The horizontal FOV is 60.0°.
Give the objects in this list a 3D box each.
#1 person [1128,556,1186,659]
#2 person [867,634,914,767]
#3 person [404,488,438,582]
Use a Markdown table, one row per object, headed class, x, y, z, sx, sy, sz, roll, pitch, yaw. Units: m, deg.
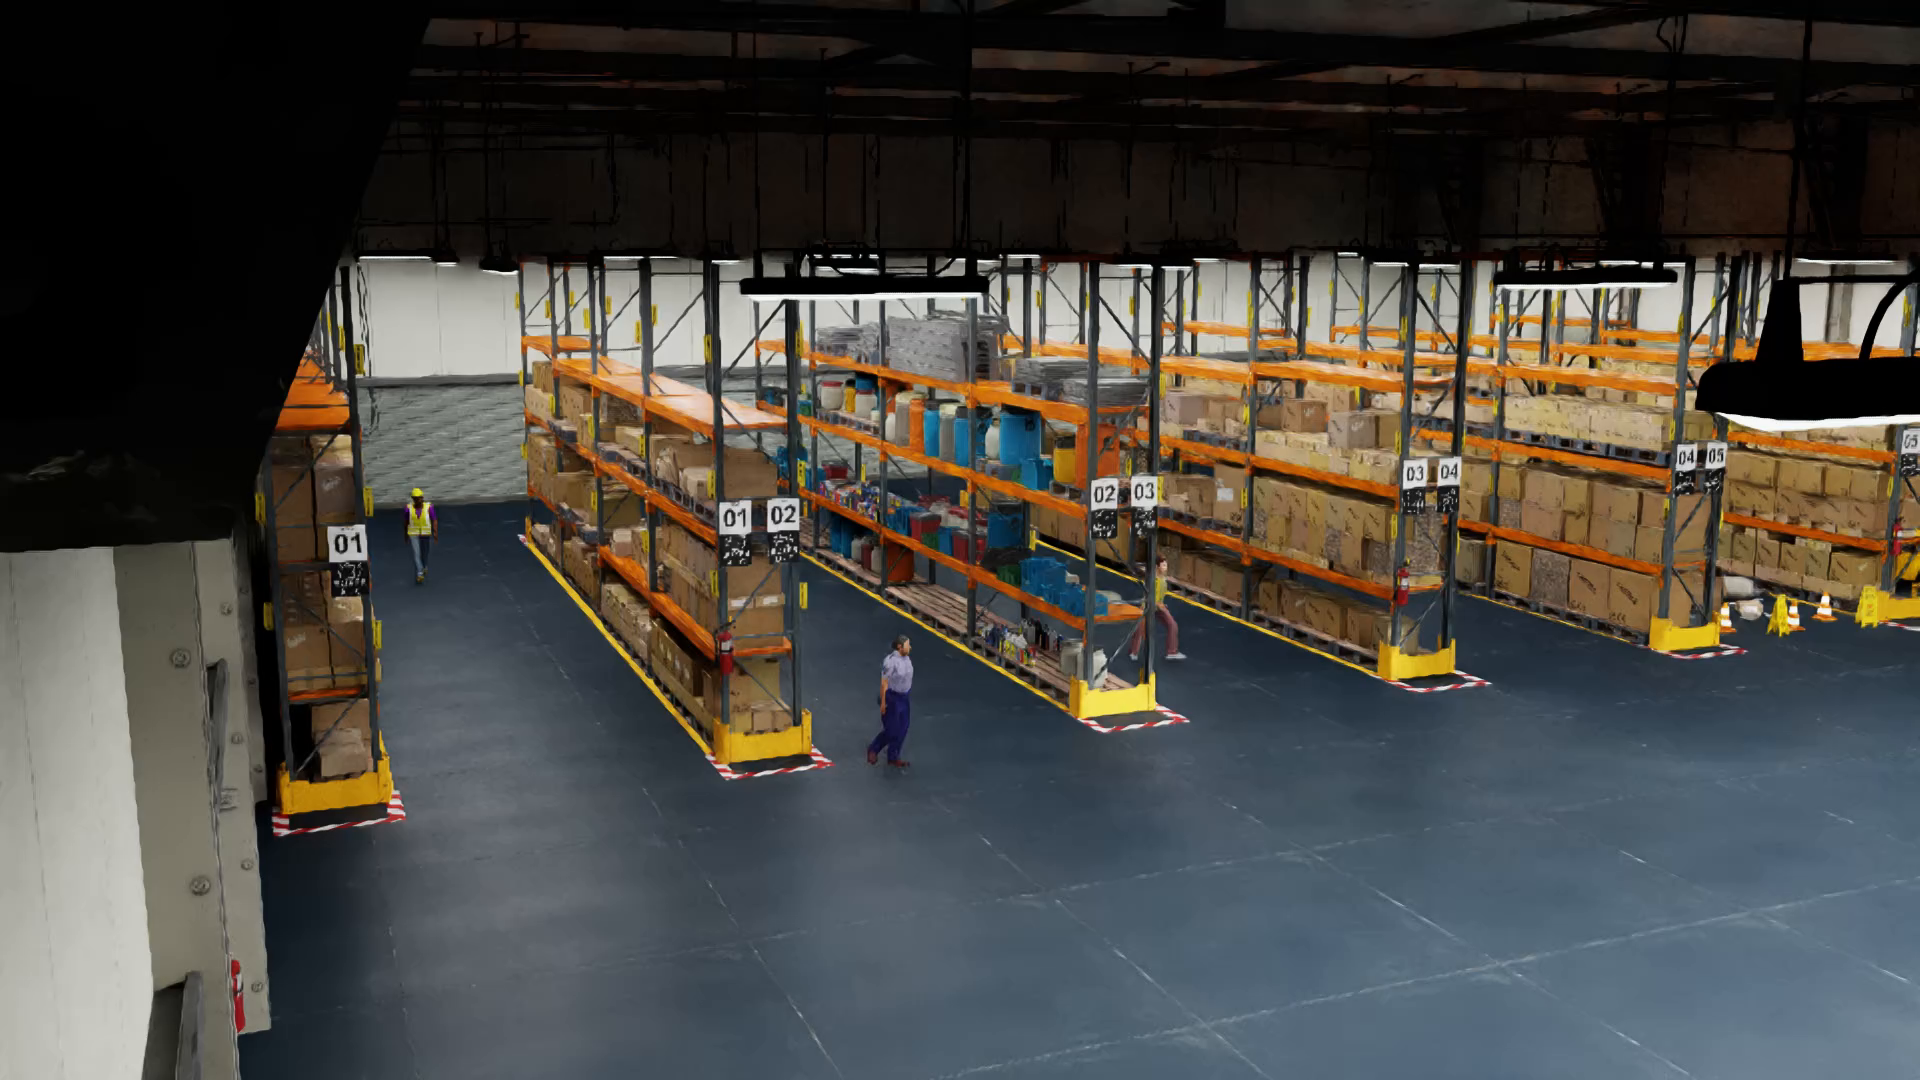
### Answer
| class | x | y | z | sx | sy | sz | roll | pitch | yaw |
| --- | --- | --- | --- | --- | --- | --- | --- | --- | --- |
| person | 2.929 | 1.015 | 24.988 | 0.621 | 1.613 | 0.786 | -9 | 14 | -41 |
| person | -0.845 | 1.925 | 20.003 | 0.533 | 1.638 | 0.558 | 6 | 12 | 30 |
| person | -10.020 | -0.119 | 30.935 | 0.589 | 1.716 | 1.043 | -4 | 11 | -23 |
